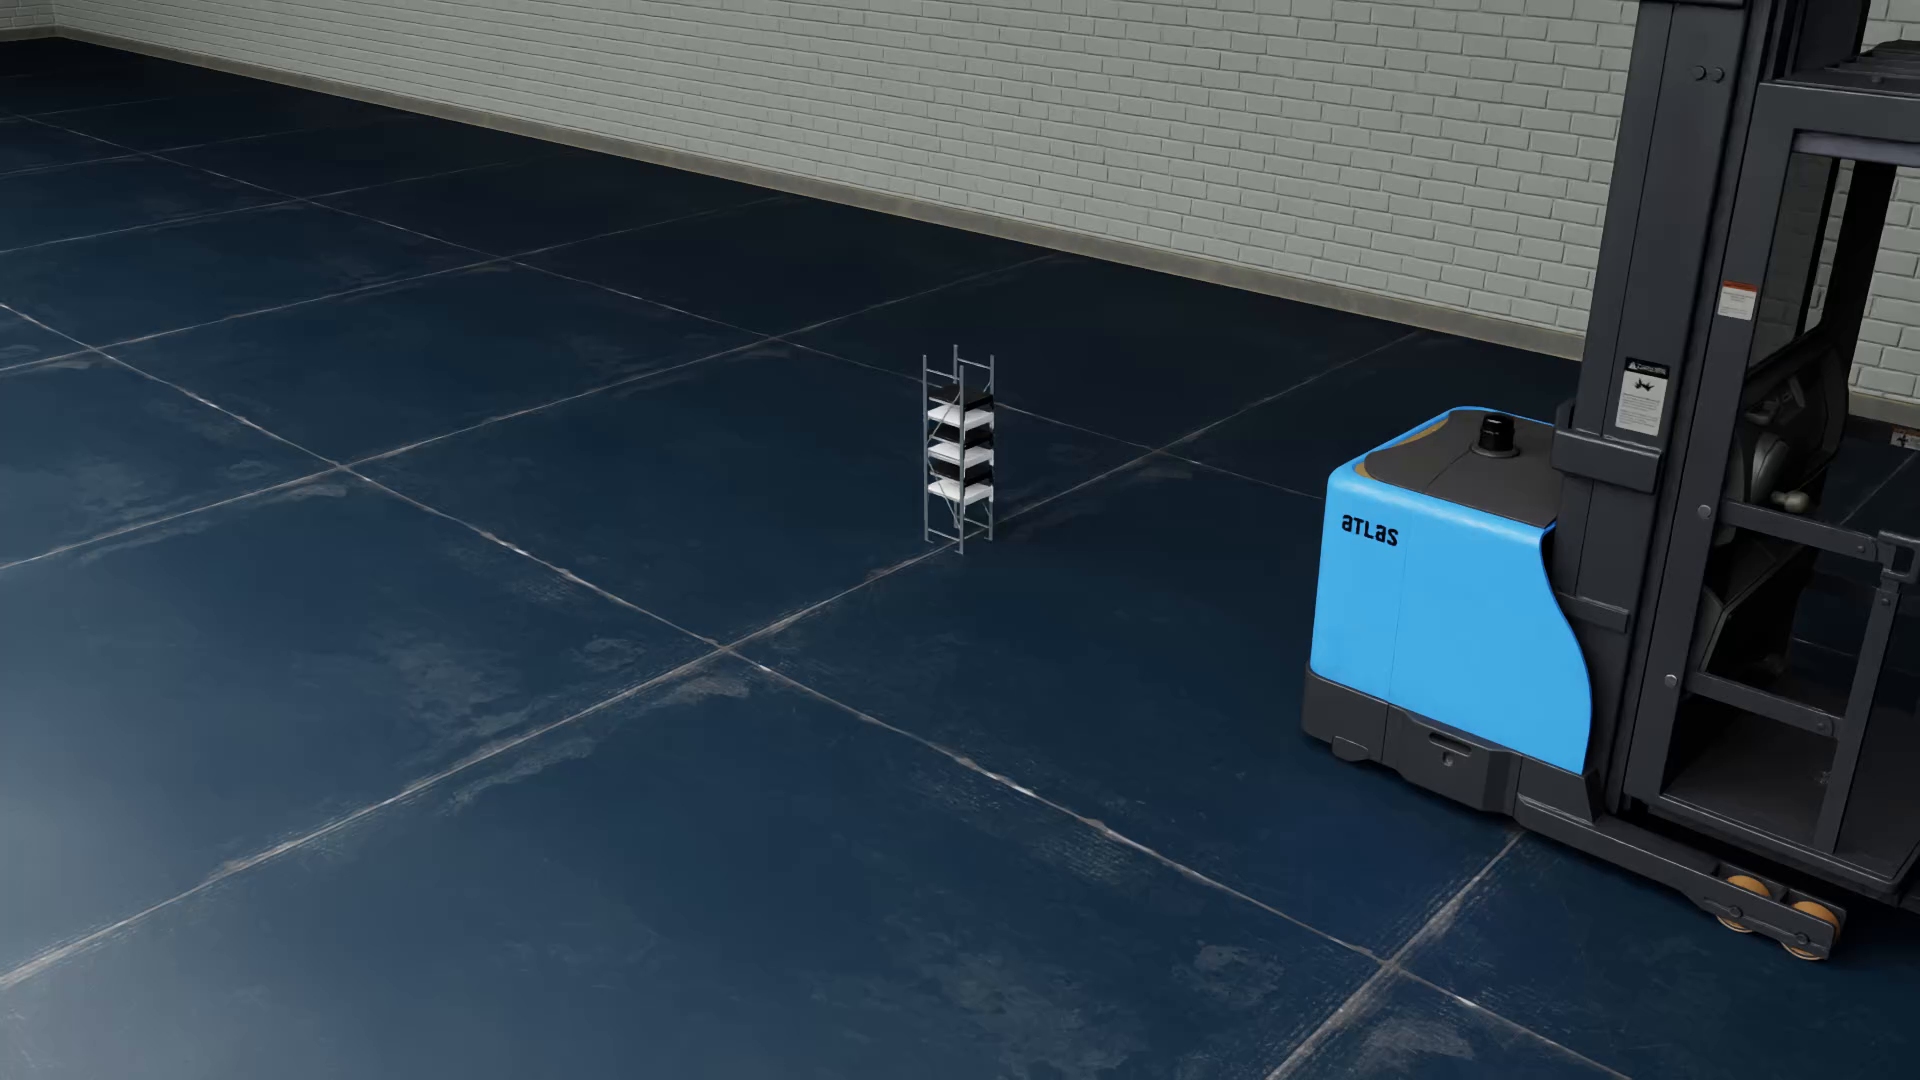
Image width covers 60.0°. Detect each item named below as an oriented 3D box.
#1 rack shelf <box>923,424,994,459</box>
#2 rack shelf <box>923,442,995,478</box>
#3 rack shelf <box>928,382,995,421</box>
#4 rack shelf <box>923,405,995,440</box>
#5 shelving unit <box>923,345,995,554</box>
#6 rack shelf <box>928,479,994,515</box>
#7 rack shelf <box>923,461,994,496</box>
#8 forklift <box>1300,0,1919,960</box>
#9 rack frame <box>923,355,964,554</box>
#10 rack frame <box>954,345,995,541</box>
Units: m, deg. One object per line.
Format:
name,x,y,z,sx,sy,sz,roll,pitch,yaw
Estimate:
rack shelf,-0.005,-0.460,7.537,0.258,0.077,0.200,20,31,38
rack shelf,-0.005,-0.378,7.574,0.258,0.077,0.200,20,31,38
rack shelf,-0.005,-0.624,7.464,0.258,0.077,0.200,20,31,38
rack shelf,-0.005,-0.542,7.500,0.258,0.077,0.200,20,31,38
shelving unit,-0.005,-0.408,7.560,0.258,0.900,0.210,20,31,38
rack shelf,-0.005,-0.213,7.648,0.258,0.077,0.200,20,31,38
rack shelf,-0.005,-0.296,7.611,0.258,0.077,0.200,20,31,38
forklift,2.665,-0.329,4.901,3.031,2.935,1.130,21,31,38
rack frame,-0.073,-0.377,7.491,0.240,0.900,0.006,20,31,38
rack frame,0.062,-0.439,7.629,0.240,0.900,0.006,20,31,38
